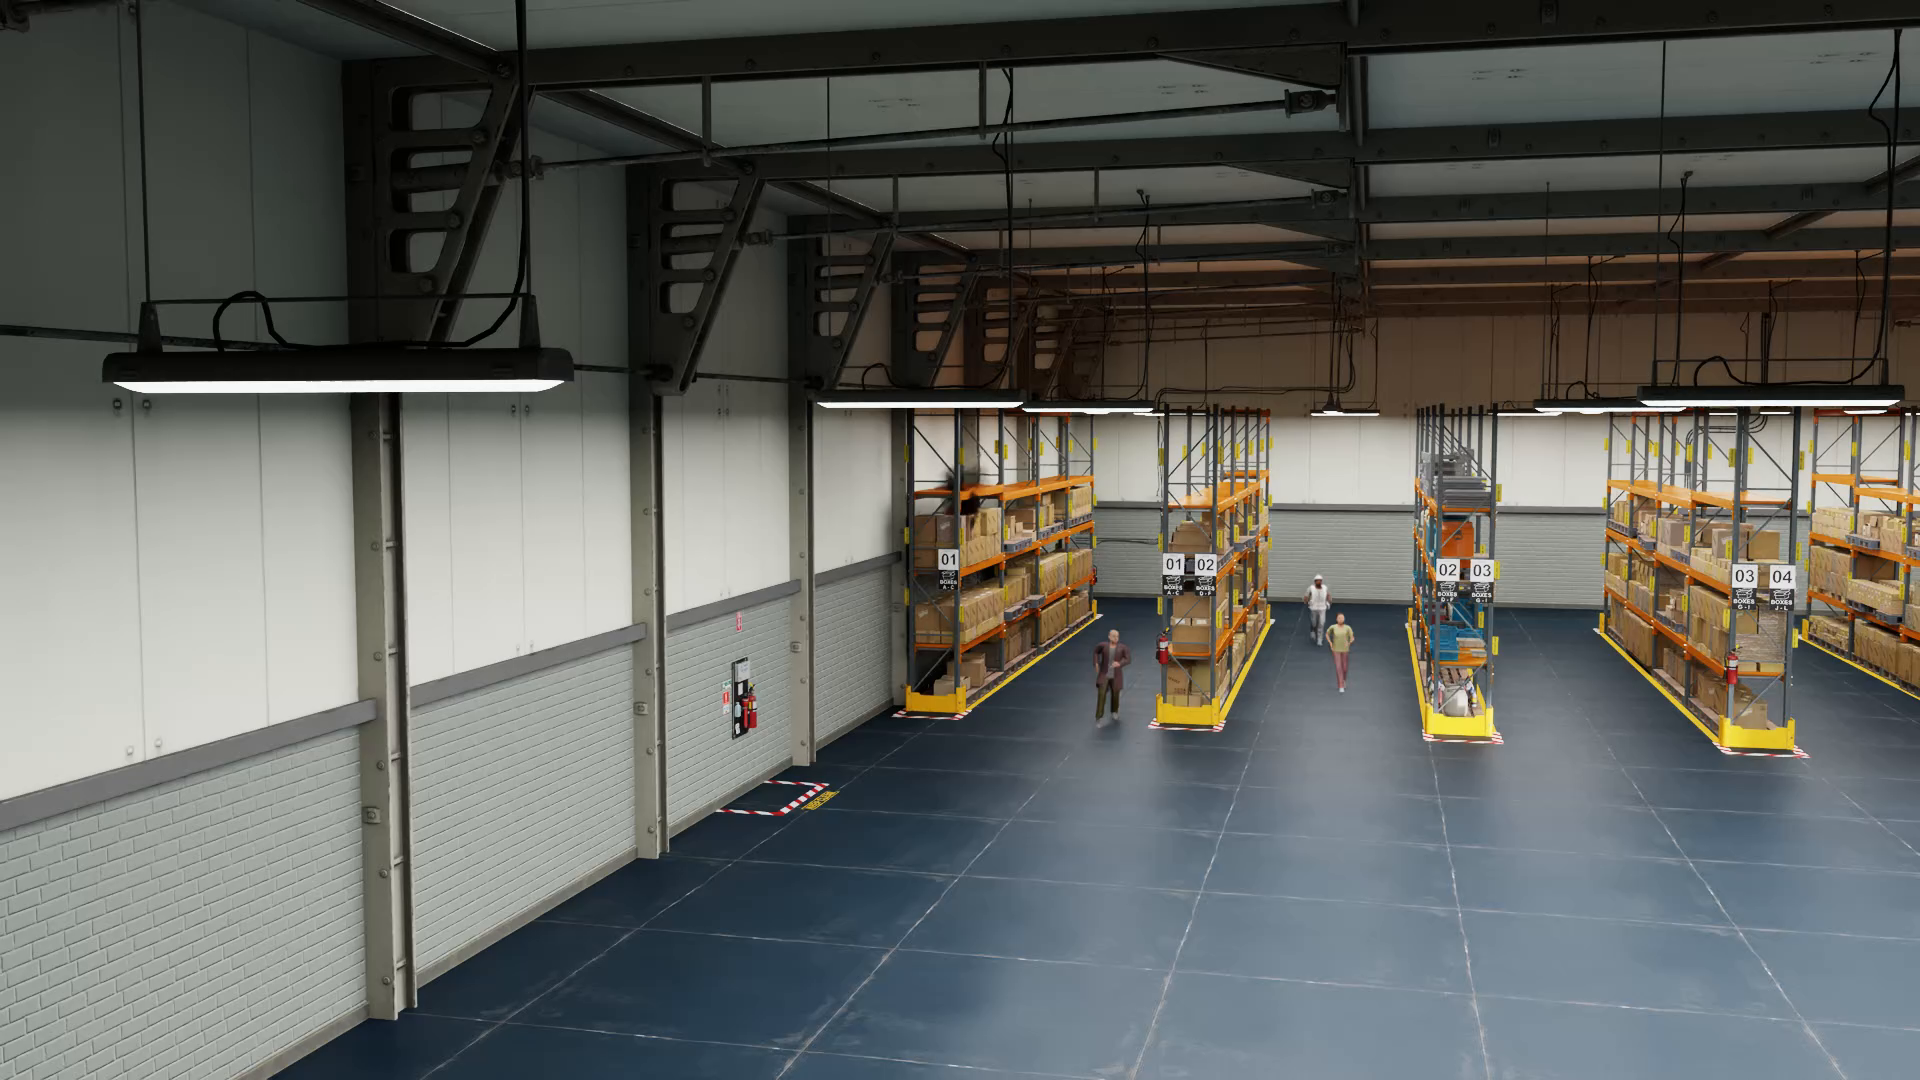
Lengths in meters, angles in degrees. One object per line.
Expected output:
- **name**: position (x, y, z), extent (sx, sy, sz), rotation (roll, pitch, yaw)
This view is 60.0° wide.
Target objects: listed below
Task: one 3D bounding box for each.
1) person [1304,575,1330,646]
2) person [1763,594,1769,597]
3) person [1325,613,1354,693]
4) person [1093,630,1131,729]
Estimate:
- **person**: position (9.070, 1.770, 42.165), extent (0.680, 1.769, 0.966), rotation (0, 4, 4)
- **person**: position (21.172, 1.646, 44.209), extent (1.009, 1.702, 0.753), rotation (-3, 5, -32)
- **person**: position (7.986, 2.345, 34.950), extent (0.588, 1.654, 0.797), rotation (1, 4, 7)
- **person**: position (2.846, 2.571, 31.113), extent (0.711, 1.788, 1.048), rotation (0, 4, 5)
